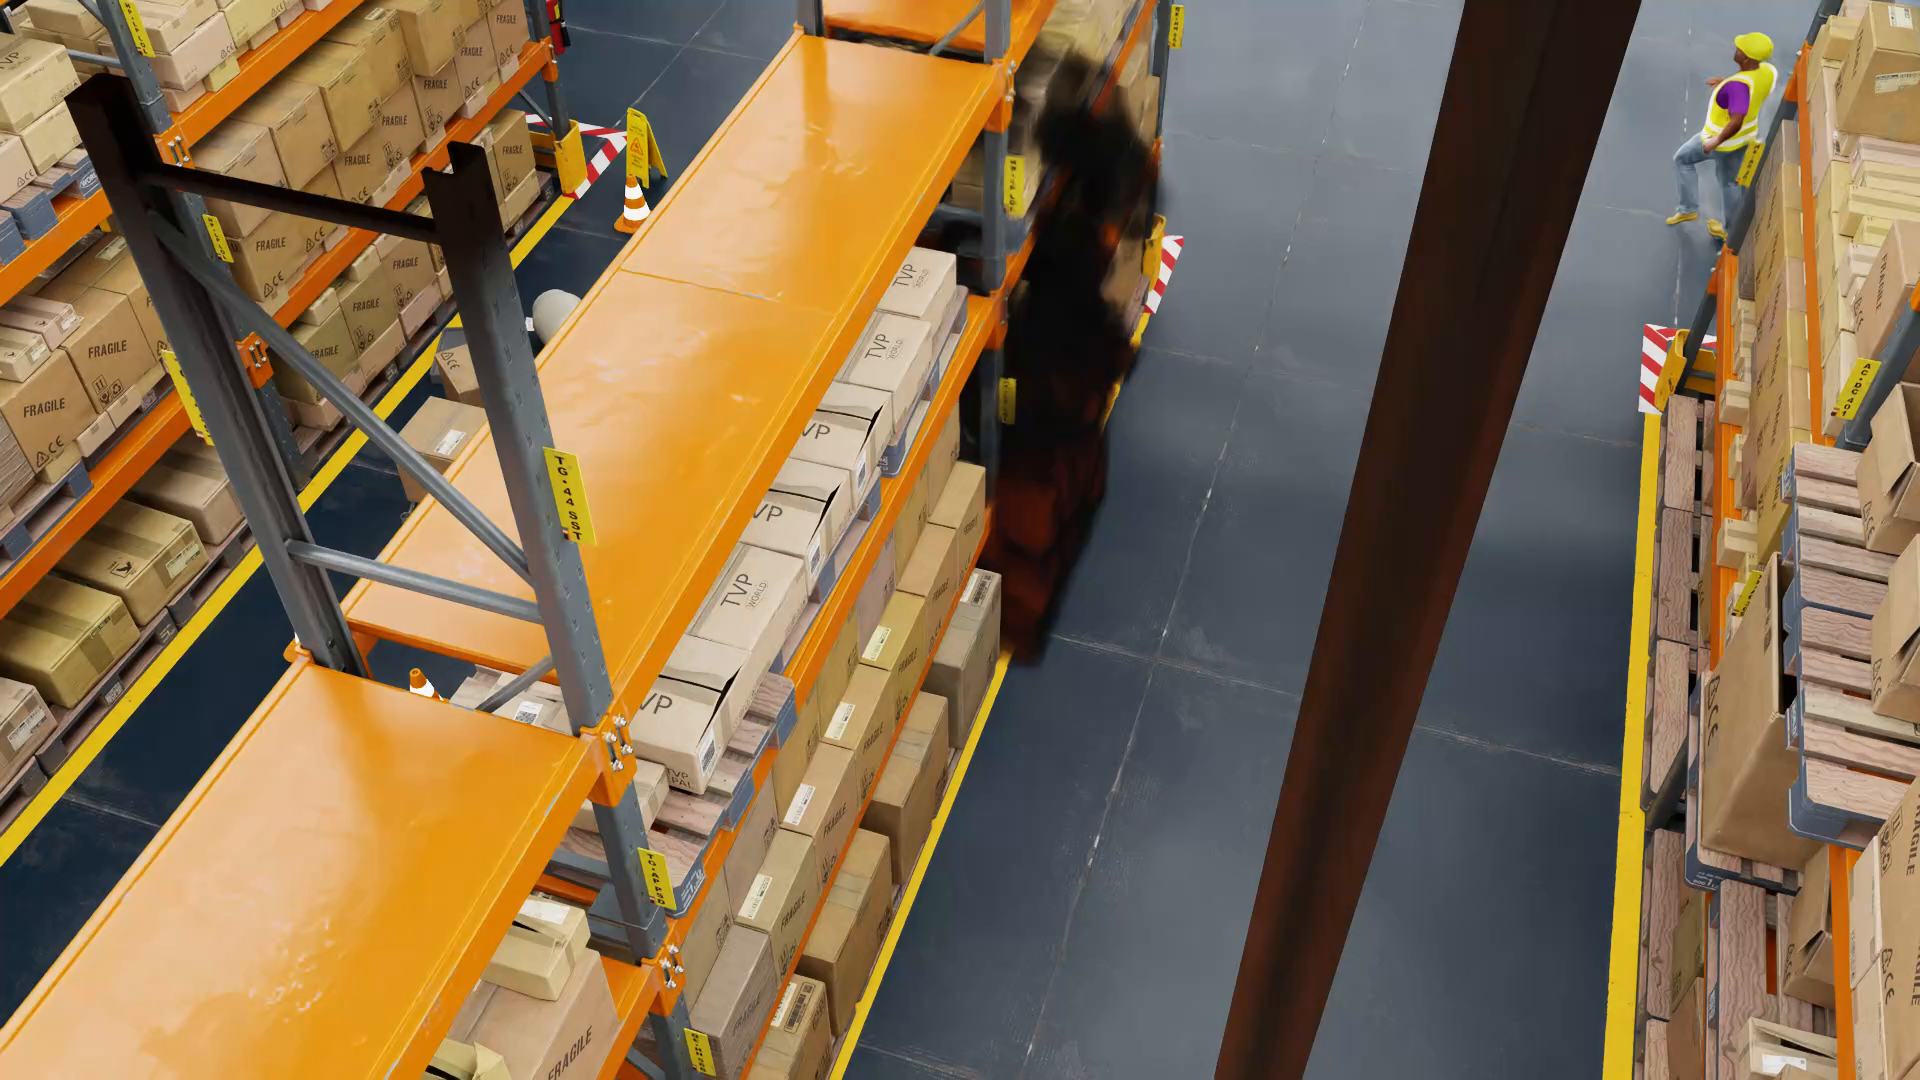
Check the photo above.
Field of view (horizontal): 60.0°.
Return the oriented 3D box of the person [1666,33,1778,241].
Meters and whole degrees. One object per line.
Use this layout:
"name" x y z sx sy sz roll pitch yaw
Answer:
"person" 5.959 -3.151 13.001 0.681 1.783 0.763 -18 48 -17
